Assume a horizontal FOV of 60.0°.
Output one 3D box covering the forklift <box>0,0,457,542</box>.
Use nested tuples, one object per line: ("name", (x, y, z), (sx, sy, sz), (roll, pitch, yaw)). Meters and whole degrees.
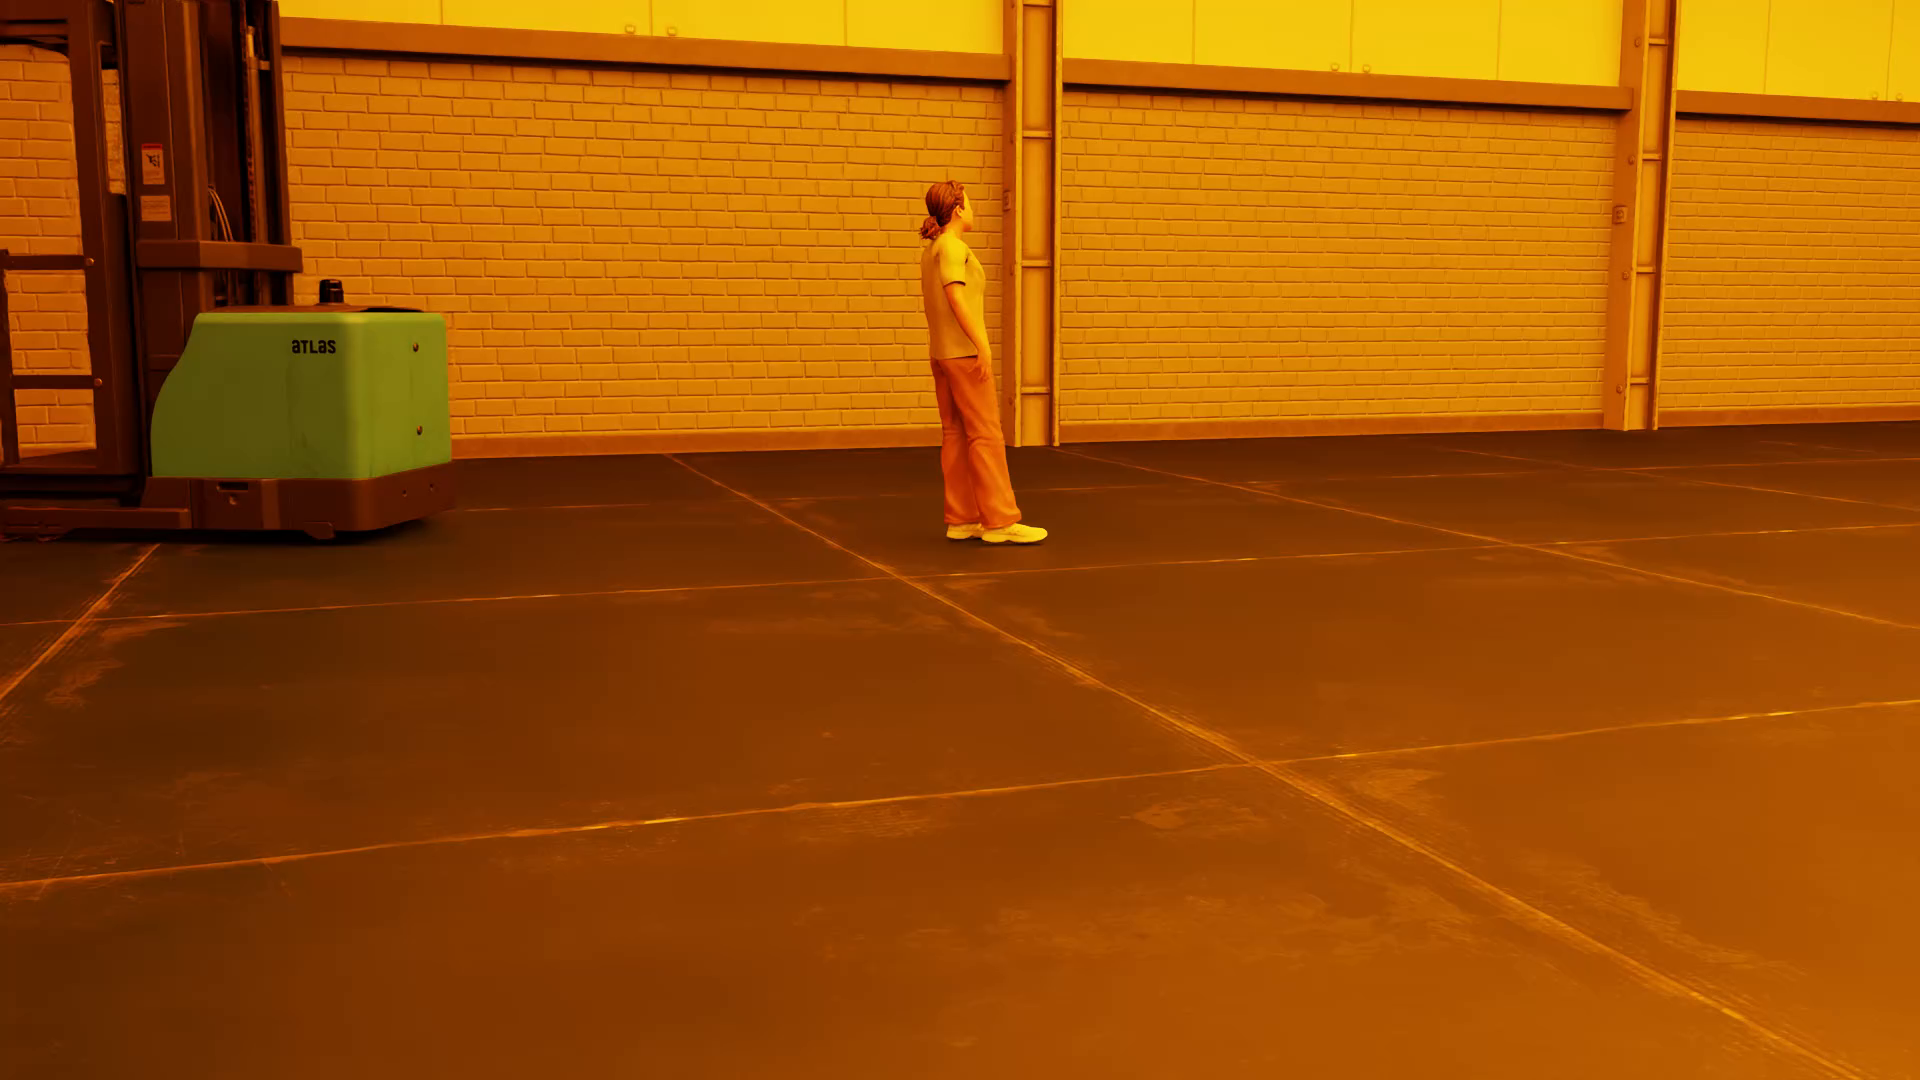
("forklift", (-4.165, -1.514, 8.176), (3.031, 2.935, 1.130), (1, 8, 7))

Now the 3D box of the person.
("person", (0.073, -0.839, 7.822), (0.549, 1.675, 0.553), (-3, 8, -18))
